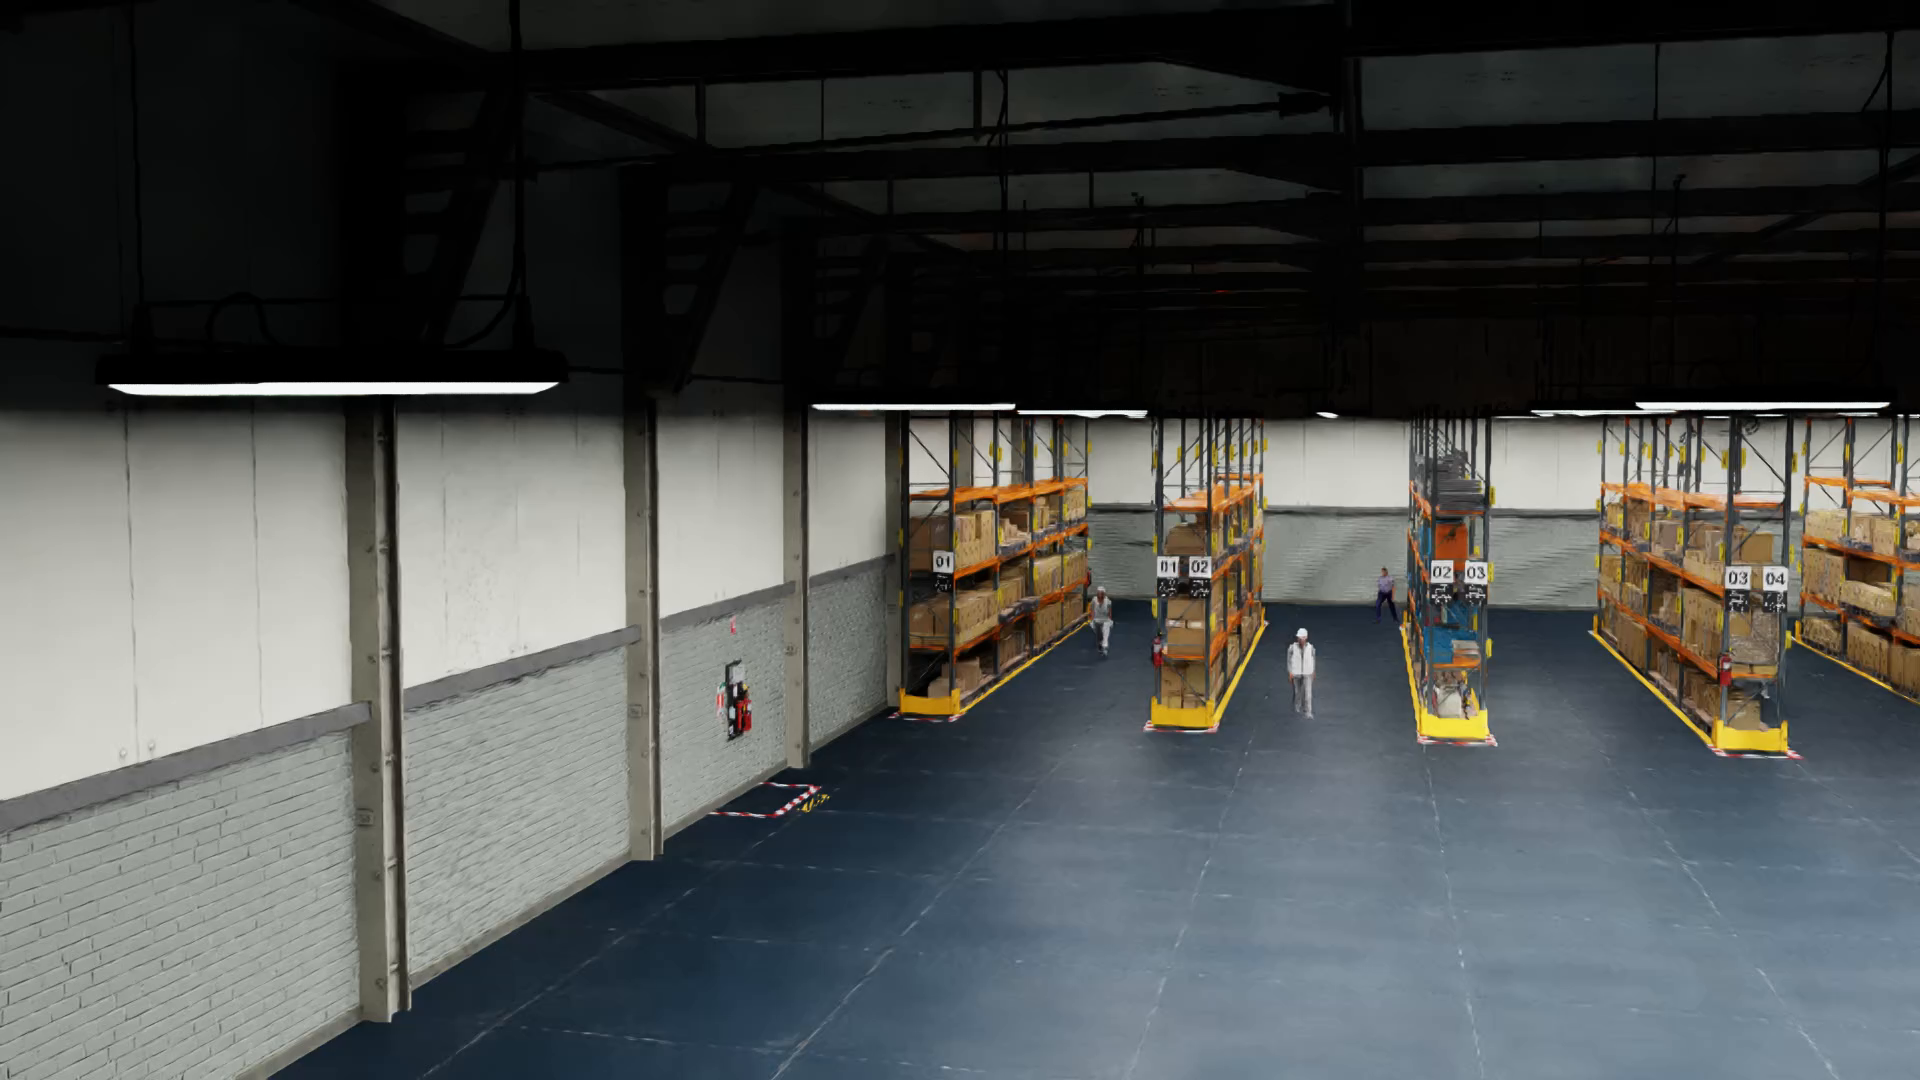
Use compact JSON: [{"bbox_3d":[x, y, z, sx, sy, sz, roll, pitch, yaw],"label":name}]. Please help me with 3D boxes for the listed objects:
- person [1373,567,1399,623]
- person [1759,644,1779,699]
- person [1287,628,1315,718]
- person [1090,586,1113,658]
[{"bbox_3d":[12.090,1.567,47.080,0.534,1.555,0.940,3,5,35],"label":"person"},{"bbox_3d":[16.642,2.443,34.281,0.500,1.625,0.981,1,4,12],"label":"person"},{"bbox_3d":[6.601,2.548,32.189,0.546,1.695,1.106,1,4,12],"label":"person"},{"bbox_3d":[3.415,1.959,40.284,0.557,1.704,1.114,1,4,12],"label":"person"}]
